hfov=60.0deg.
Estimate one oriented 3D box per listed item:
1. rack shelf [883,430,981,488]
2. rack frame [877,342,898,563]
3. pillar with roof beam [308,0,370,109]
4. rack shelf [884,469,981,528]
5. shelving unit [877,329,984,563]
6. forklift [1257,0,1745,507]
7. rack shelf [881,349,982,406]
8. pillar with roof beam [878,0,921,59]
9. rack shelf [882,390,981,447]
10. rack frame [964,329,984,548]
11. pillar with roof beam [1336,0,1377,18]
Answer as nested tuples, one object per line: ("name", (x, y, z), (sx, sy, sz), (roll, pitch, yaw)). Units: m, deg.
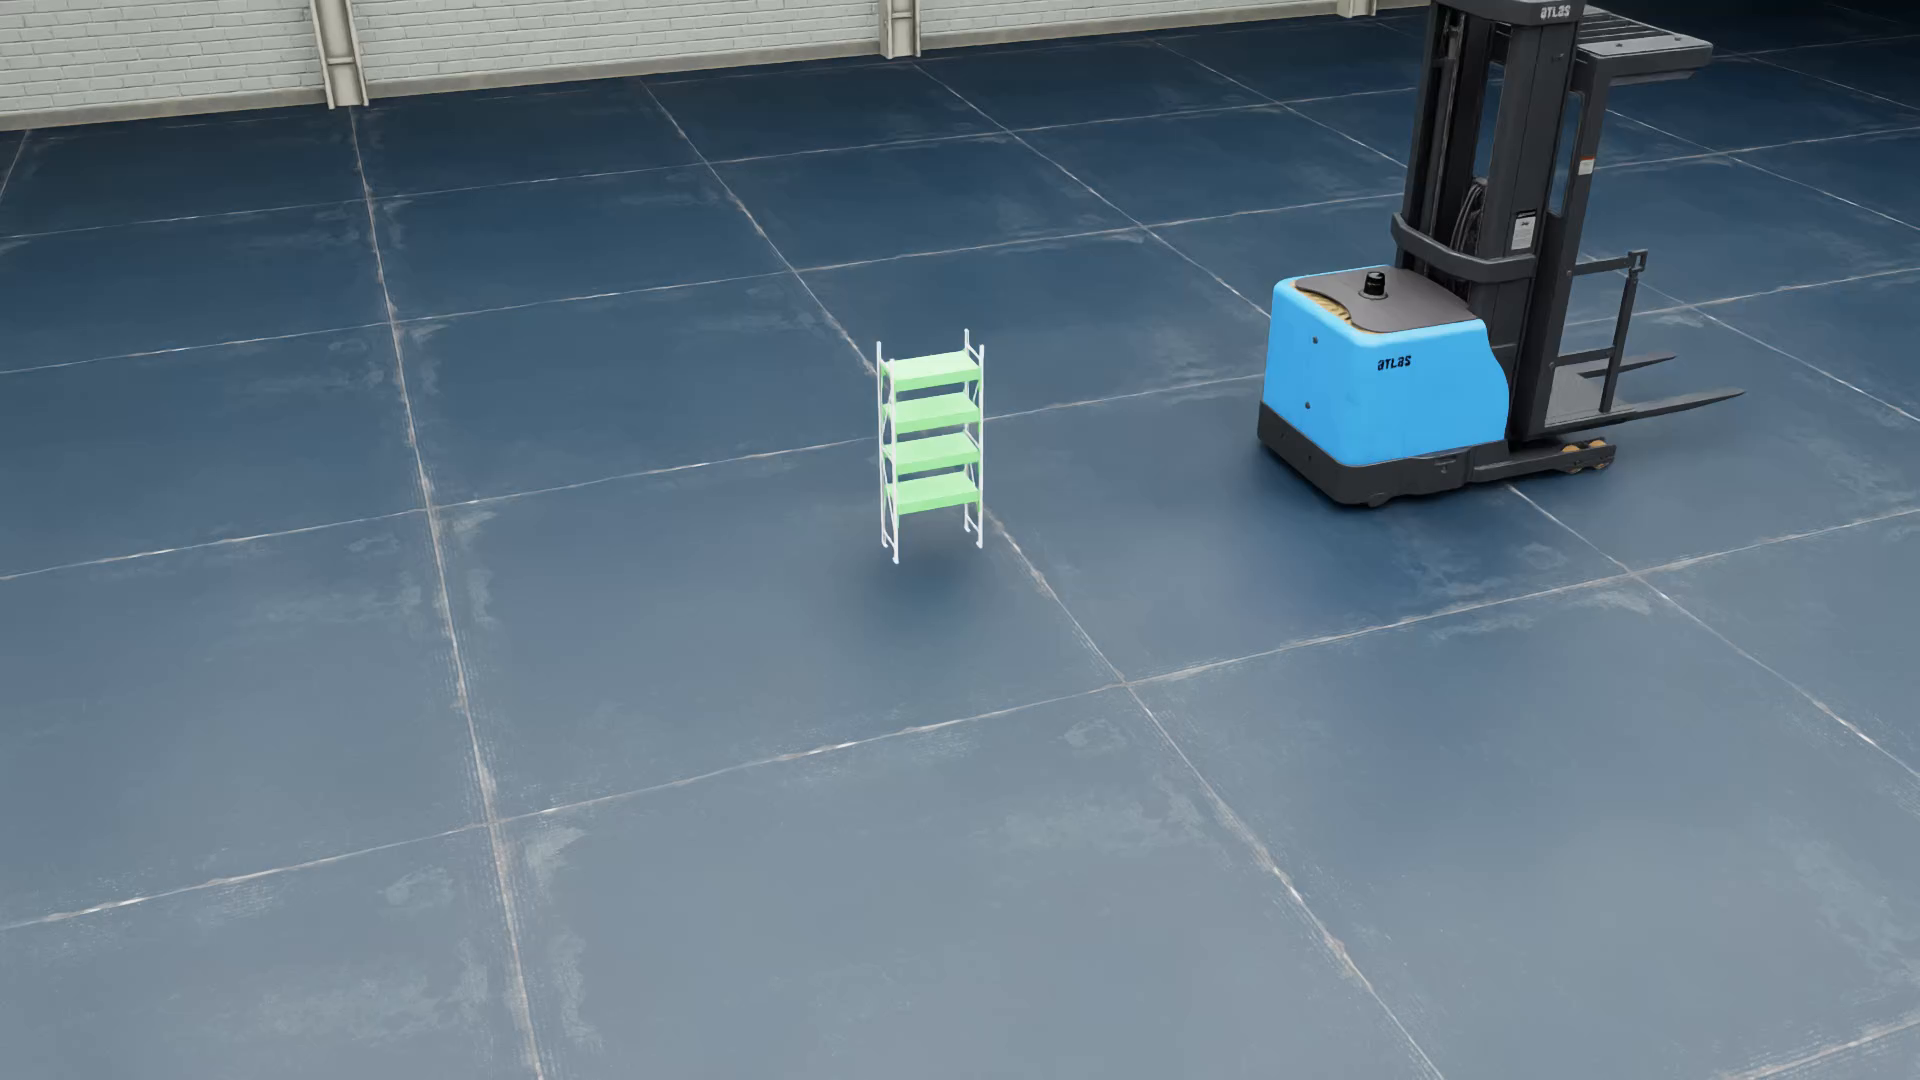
("rack shelf", (-0.155, -0.437, 8.934), (0.480, 0.148, 0.258), (-10, 31, -18))
("rack frame", (-0.384, -0.451, 8.829), (0.015, 1.200, 0.240), (-10, 31, -18))
("pillar with roof beam", (-4.805, -6.413, 11.416), (0.400, 9.000, 9.100), (-10, 31, -18))
("rack shelf", (-0.155, -0.229, 9.053), (0.480, 0.148, 0.258), (-10, 31, -18))
("shelving unit", (-0.155, -0.493, 8.903), (0.503, 1.200, 0.258), (-10, 31, -18))
("forklift", (3.399, -1.904, 9.632), (3.031, 2.935, 1.130), (-11, 31, -18))
("rack shelf", (-0.155, -0.854, 8.697), (0.480, 0.148, 0.258), (-10, 31, -18))
("pillar with roof beam", (0.819, -7.449, 13.234), (0.400, 9.000, 9.100), (-10, 31, -18))
("rack shelf", (-0.155, -0.646, 8.816), (0.480, 0.148, 0.258), (-10, 31, -18))
("rack frame", (0.074, -0.535, 8.977), (0.015, 1.200, 0.240), (-10, 31, -18))
("pillar with roof beam", (6.442, -8.485, 15.052), (0.400, 9.000, 9.100), (-10, 31, -18))
